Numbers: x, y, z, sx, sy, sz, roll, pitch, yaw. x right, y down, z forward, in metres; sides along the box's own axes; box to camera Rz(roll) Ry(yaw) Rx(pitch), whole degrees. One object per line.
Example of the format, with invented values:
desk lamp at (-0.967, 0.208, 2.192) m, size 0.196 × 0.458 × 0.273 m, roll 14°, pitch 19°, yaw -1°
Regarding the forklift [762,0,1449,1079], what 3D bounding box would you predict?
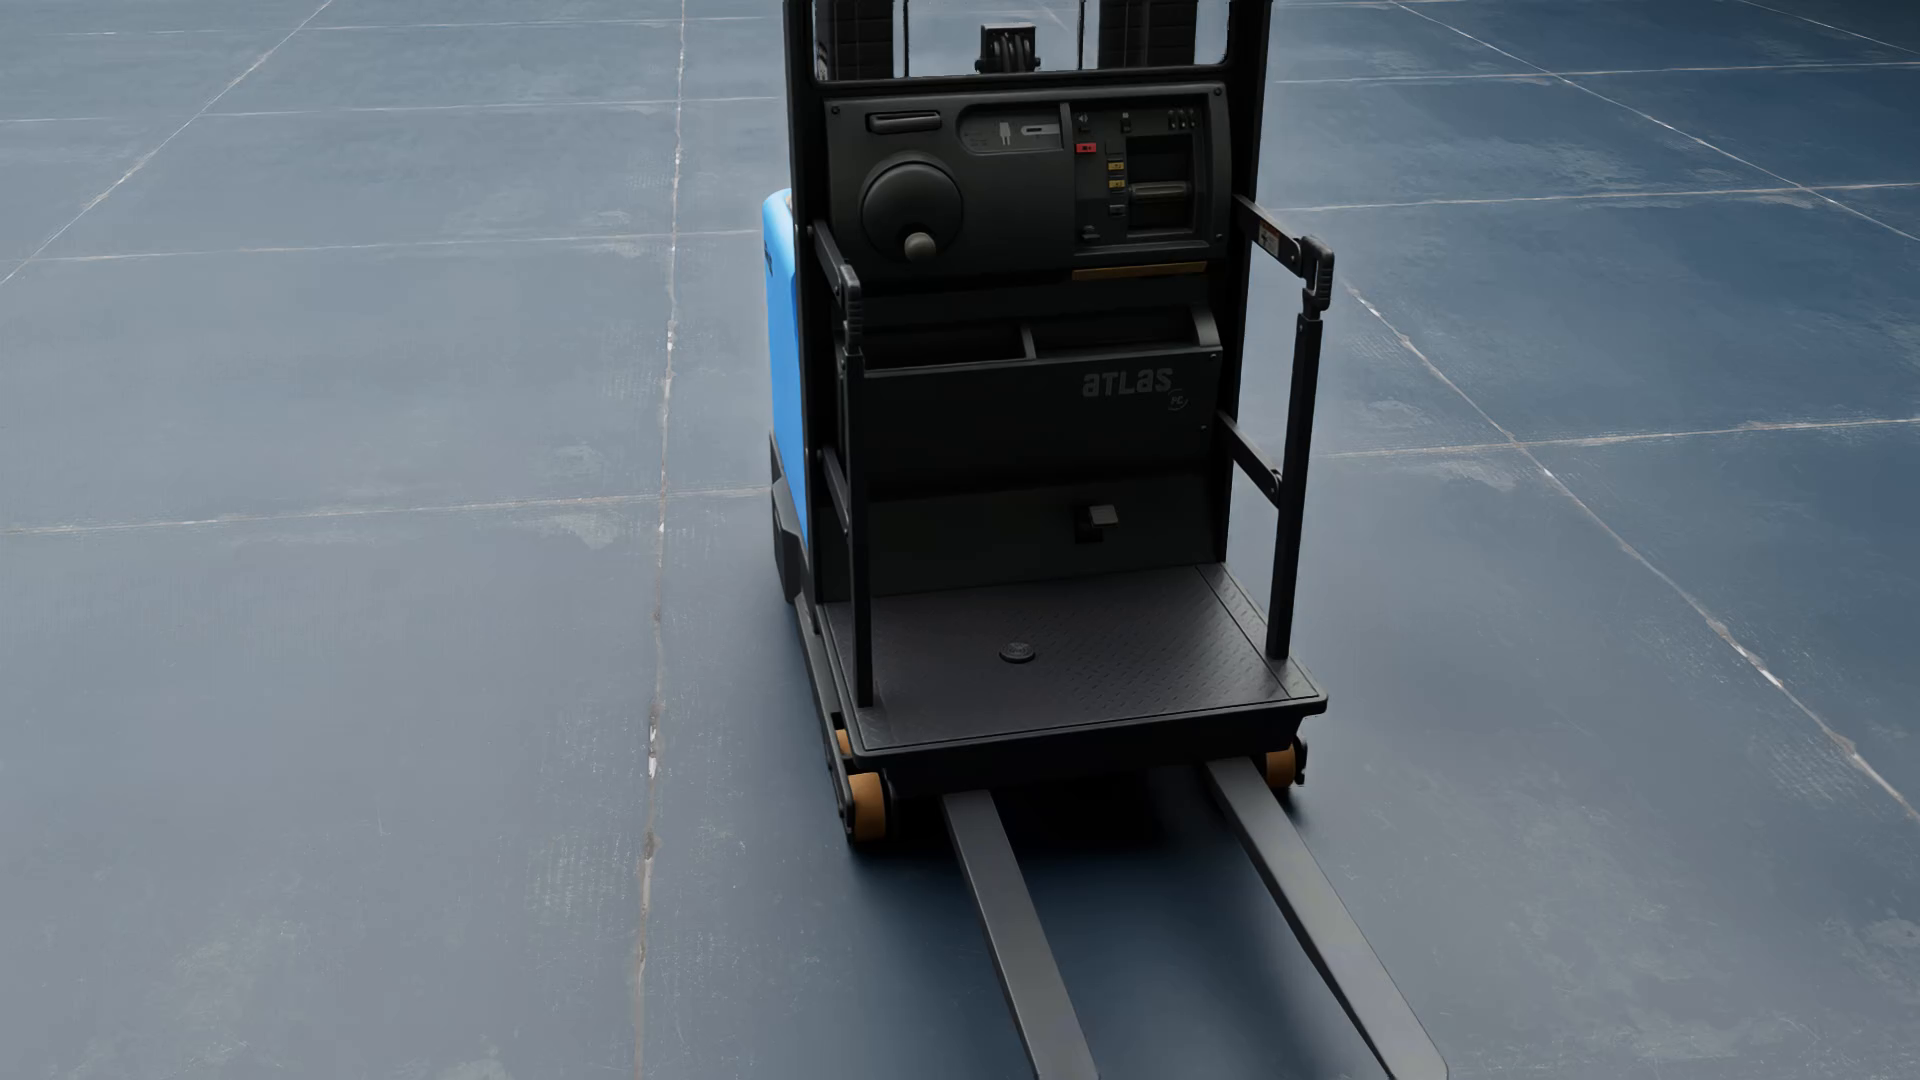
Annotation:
forklift at (0.210, -0.785, 3.570) m, size 1.130 × 2.935 × 3.031 m, roll -6°, pitch 28°, yaw -11°
